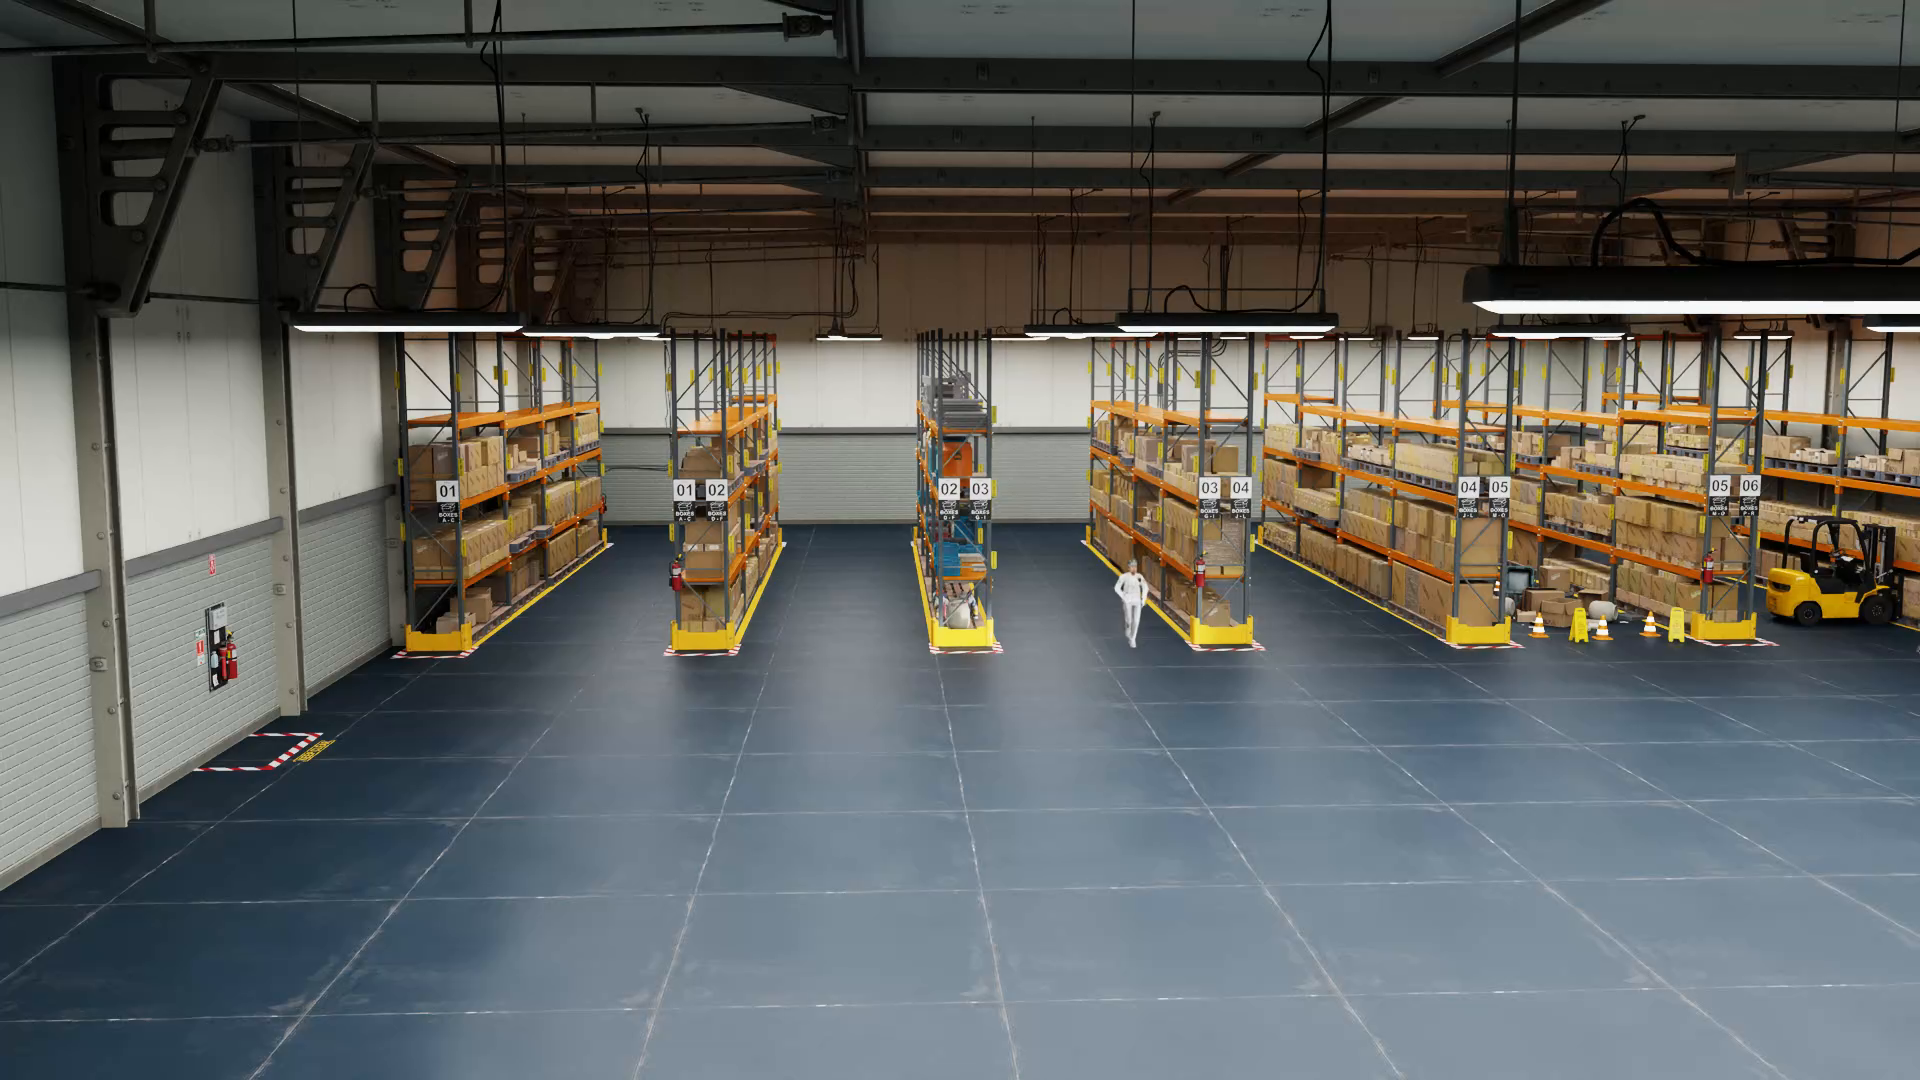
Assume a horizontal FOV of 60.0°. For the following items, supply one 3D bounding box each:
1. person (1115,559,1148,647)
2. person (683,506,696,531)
[{"bbox_3d":[3.275,1.185,31.716,0.653,1.667,0.604,0,7,-3],"label":"person"},{"bbox_3d":[-6.773,-0.158,42.450,0.638,1.811,0.877,-1,7,-5],"label":"person"}]
